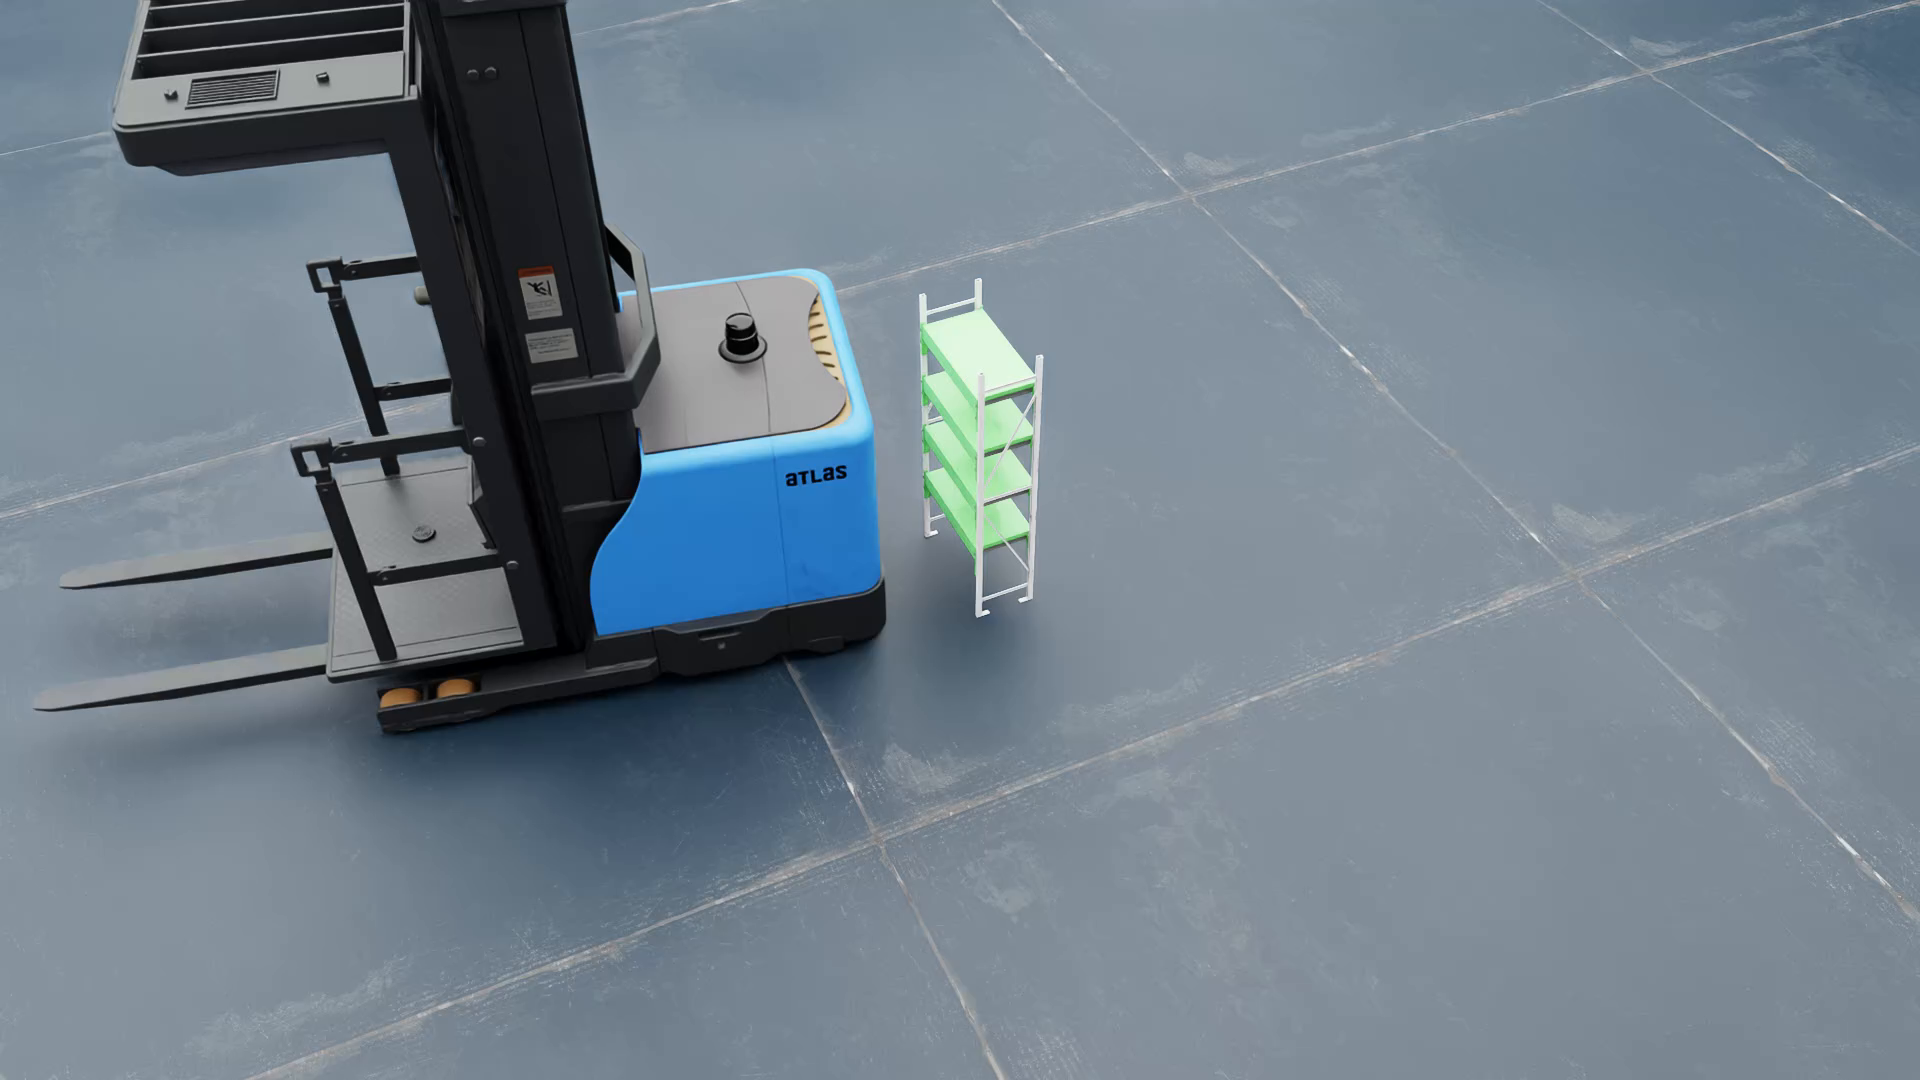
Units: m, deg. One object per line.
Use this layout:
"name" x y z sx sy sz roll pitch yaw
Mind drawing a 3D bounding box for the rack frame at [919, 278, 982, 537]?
"rack frame" -0.033 -0.477 6.379 0.240 1.200 0.015 -18 47 -17

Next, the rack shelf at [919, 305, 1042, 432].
"rack shelf" 0.070 -0.618 5.929 0.258 0.148 0.480 -18 47 -17

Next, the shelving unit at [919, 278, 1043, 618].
"shelving unit" 0.070 -0.322 6.222 0.258 1.200 0.503 -18 47 -17

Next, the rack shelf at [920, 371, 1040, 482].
"rack shelf" 0.070 -0.447 6.098 0.258 0.148 0.480 -18 47 -17

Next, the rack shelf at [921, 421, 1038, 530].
"rack shelf" 0.070 -0.276 6.267 0.258 0.148 0.480 -18 47 -17

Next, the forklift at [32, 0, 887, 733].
"forklift" -1.853 -0.757 5.431 3.031 2.935 1.130 -9 45 -9

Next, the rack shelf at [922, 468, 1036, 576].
"rack shelf" 0.070 -0.105 6.435 0.258 0.148 0.480 -18 47 -17

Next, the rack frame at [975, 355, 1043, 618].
"rack frame" 0.172 -0.166 6.064 0.240 1.200 0.015 -18 47 -17
